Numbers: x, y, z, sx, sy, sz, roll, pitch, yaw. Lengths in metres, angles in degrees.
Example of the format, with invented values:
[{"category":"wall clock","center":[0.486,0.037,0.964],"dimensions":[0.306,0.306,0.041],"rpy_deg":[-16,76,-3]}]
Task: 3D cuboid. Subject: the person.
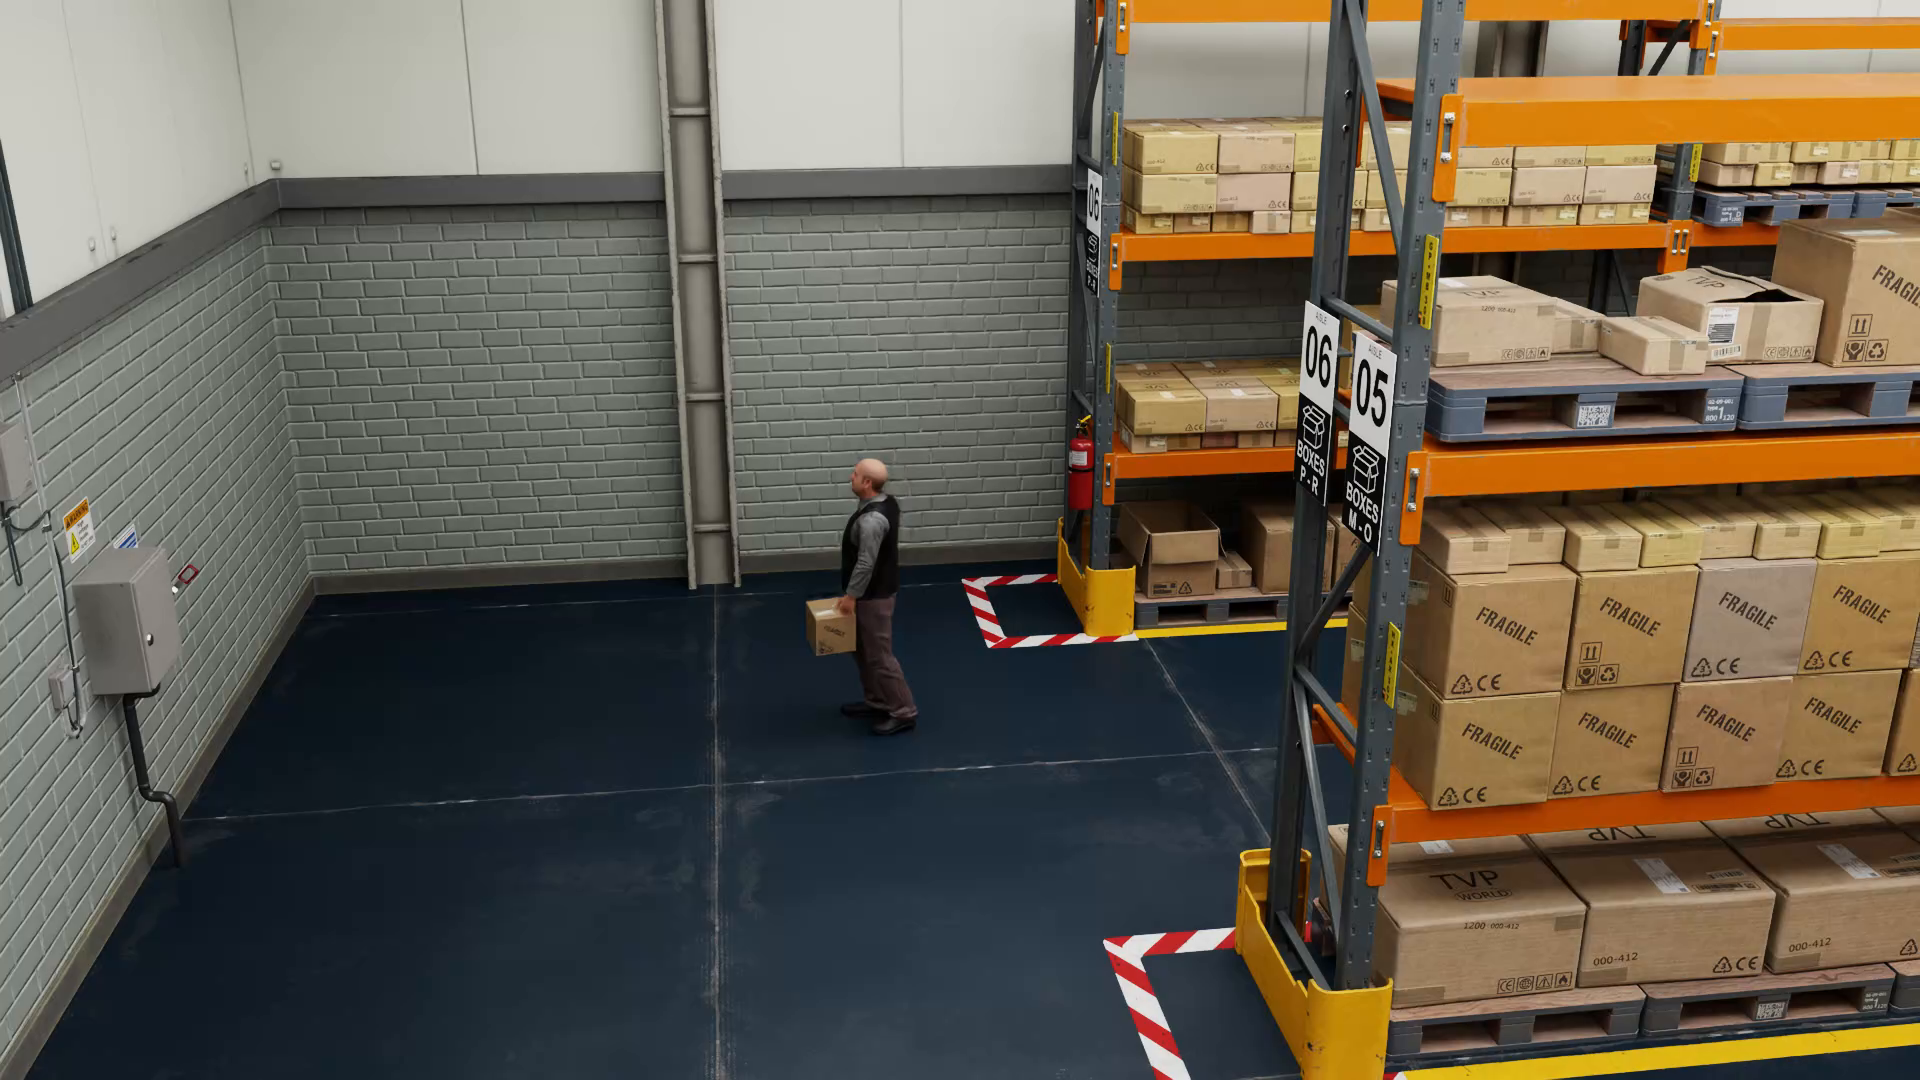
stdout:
[{"category":"person","center":[-0.511,0.333,10.189],"dimensions":[0.509,1.721,0.548],"rpy_deg":[1,20,4]}]
